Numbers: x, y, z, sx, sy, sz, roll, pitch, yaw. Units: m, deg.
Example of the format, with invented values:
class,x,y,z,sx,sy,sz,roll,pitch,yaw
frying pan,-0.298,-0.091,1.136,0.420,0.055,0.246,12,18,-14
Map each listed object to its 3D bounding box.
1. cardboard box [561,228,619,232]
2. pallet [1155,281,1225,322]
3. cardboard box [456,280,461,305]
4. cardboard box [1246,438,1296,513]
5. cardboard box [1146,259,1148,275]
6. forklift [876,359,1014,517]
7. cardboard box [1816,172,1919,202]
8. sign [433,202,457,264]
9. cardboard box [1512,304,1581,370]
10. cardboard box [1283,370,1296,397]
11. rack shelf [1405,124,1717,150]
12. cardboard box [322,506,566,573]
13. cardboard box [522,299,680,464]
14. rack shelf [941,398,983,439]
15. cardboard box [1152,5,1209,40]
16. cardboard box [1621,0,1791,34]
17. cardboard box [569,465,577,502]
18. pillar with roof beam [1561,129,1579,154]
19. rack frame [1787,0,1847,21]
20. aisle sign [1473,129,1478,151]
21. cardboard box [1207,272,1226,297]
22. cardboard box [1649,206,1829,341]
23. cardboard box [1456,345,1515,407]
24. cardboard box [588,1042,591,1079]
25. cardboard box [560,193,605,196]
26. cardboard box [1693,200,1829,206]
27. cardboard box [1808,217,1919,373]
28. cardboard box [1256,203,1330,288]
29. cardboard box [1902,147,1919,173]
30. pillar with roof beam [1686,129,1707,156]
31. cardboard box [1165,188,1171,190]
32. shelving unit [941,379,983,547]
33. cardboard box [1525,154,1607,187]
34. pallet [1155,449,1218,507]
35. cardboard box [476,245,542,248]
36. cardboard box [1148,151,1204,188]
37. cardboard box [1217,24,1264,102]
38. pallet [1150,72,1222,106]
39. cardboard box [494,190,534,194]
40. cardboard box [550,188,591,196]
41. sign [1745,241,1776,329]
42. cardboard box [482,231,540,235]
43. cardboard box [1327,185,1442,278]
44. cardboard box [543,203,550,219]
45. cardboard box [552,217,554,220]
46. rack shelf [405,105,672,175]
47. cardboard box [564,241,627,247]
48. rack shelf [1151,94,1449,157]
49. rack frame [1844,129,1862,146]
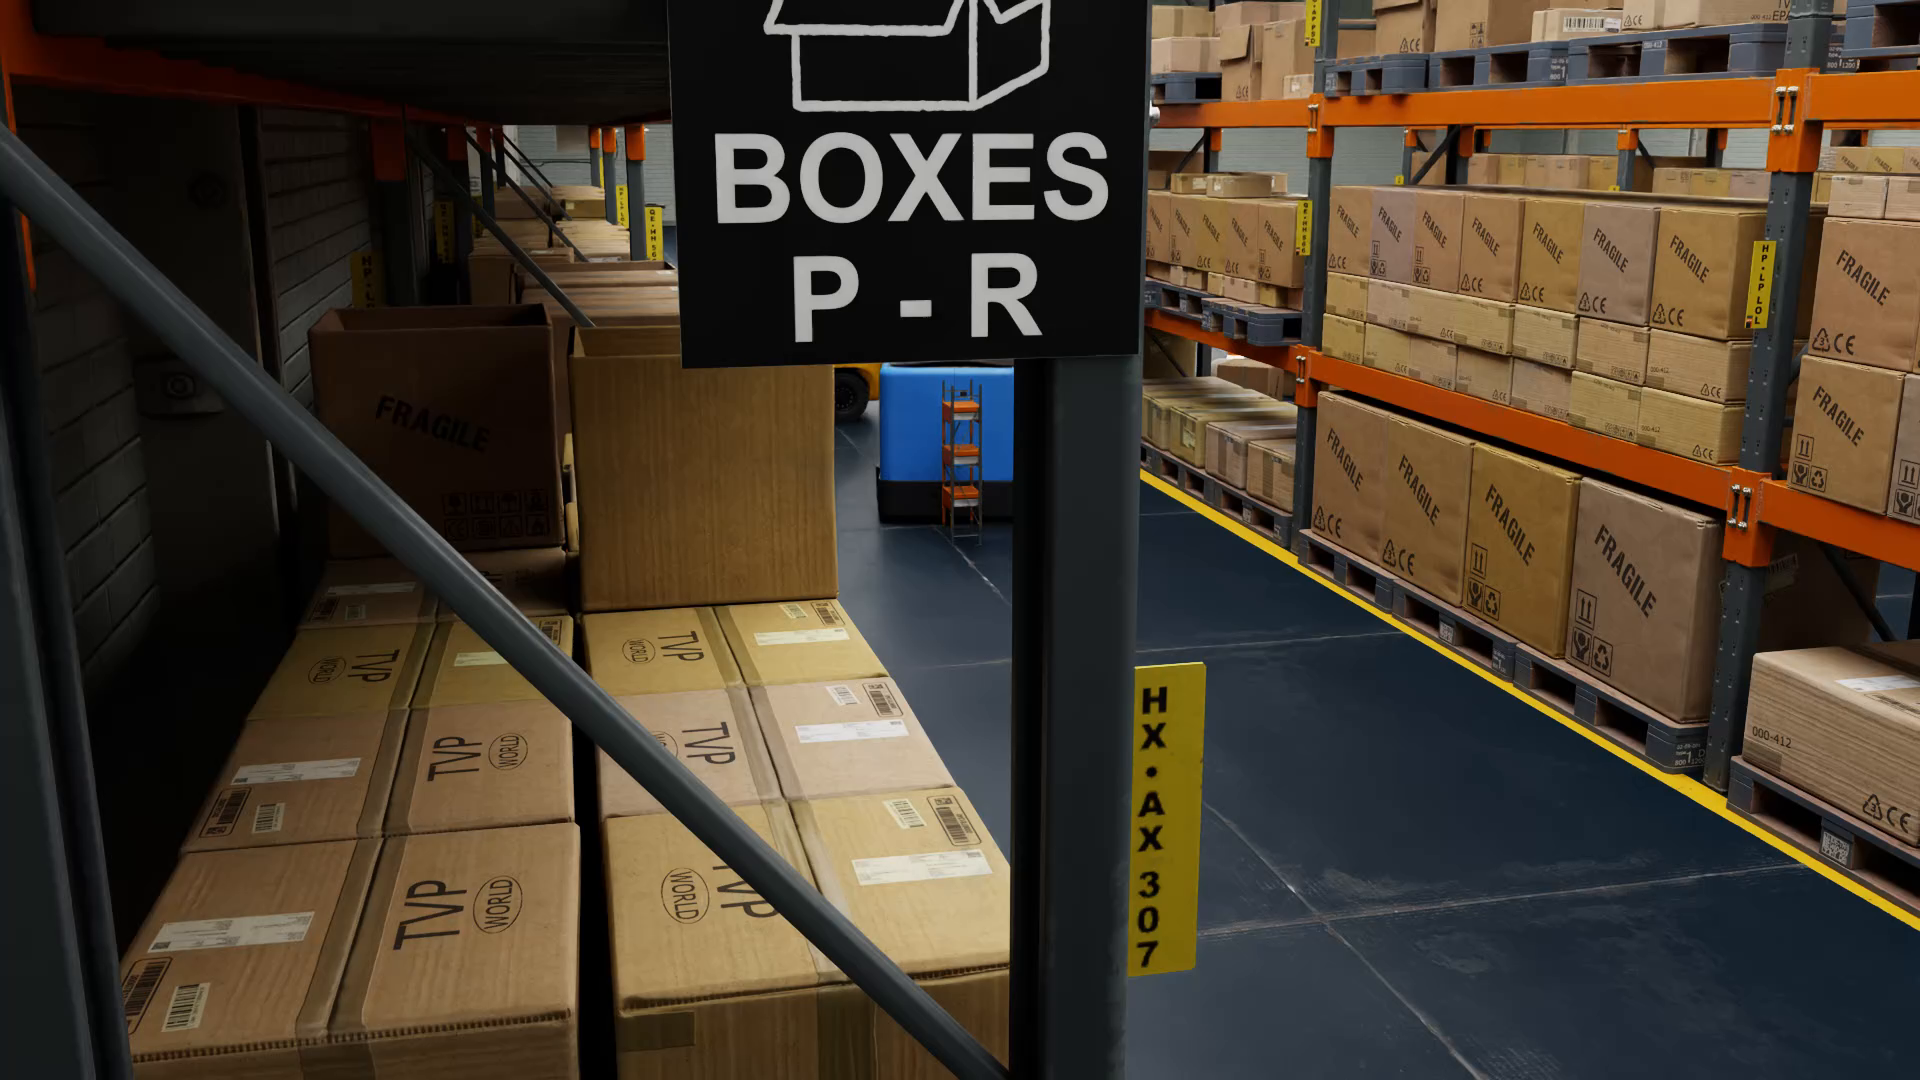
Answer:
class,x,y,z,sx,sy,sz,roll,pitch,yaw
cardboard box,-2.584,-2.100,11.626,0.380,0.149,0.250,-4,14,-15
pallet,2.103,-1.754,12.190,1.003,0.211,1.213,-3,14,-13
cardboard box,-2.592,-1.373,9.491,0.500,0.250,0.500,-3,14,-12
cardboard box,2.484,-0.451,11.106,0.950,0.372,0.625,-4,14,-17
cardboard box,1.541,-2.194,13.233,0.380,0.149,0.250,-3,14,-12
forklift,-0.012,-1.876,12.430,1.130,2.935,3.031,0,14,1
cardboard box,7.057,-2.565,12.789,0.700,0.500,0.500,-4,14,-14
sign,-2.756,-1.646,8.905,0.100,0.325,0.005,-3,14,-13
cardboard box,2.955,-0.962,7.808,0.500,0.250,0.500,-3,14,-12
cardboard box,3.602,-1.762,17.077,0.637,0.503,0.797,10,17,35
rack shelf,5.986,-4.184,16.928,1.077,0.370,4.000,-3,14,-13
cardboard box,-1.180,0.100,3.888,0.500,0.250,0.500,-3,14,-12
cardboard box,-1.174,-0.569,5.841,0.700,0.500,0.500,-3,14,-12
rack shelf,0.013,-0.763,10.687,0.215,0.259,0.240,-3,14,-13
cardboard box,1.542,-3.875,12.526,0.500,0.250,0.500,-4,14,-14
cardboard box,3.136,-2.280,6.920,0.500,0.311,0.500,-3,14,-13
cardboard box,-0.789,-0.046,4.482,0.500,0.250,0.500,-3,14,-13
pillar with roof beam,14.581,-14.101,49.683,9.100,9.000,0.548,-3,14,-13
rack frame,3.547,-3.384,5.819,1.000,3.000,0.127,-3,14,-13
aisle sign,5.791,-4.834,18.914,0.394,0.787,0.004,-3,14,-13
cardboard box,1.936,-1.772,11.504,0.380,0.149,0.250,-3,14,-12
cardboard box,3.198,-1.093,6.765,0.500,0.500,0.500,-3,14,-11
cardboard box,2.852,-0.841,8.363,0.500,0.250,0.500,-3,14,-13
cardboard box,-0.676,0.729,2.153,0.380,0.149,0.250,-3,14,-12
cardboard box,-3.208,-2.873,14.164,0.380,0.149,0.250,-4,14,-14
cardboard box,3.576,-1.238,7.355,0.500,0.500,0.500,-3,14,-14
cardboard box,3.423,-0.881,5.895,0.500,0.500,0.500,-3,14,-13
cardboard box,2.230,-1.879,10.577,0.500,0.500,0.500,-4,14,-15
cardboard box,10.578,-3.981,17.959,0.500,0.500,0.500,-3,14,-13
pillar with roof beam,15.990,-12.717,44.017,9.100,9.000,0.548,-3,14,-13
cardboard box,1.499,-2.589,13.480,0.500,0.500,0.500,-3,14,-12
shelving unit,0.013,-0.498,10.752,0.215,1.050,0.252,-3,14,-13
cardboard box,6.167,-3.552,16.554,0.875,0.550,0.550,-3,14,-13
pallet,2.142,-0.499,12.527,1.003,0.211,1.213,-3,14,-13
cardboard box,-2.661,-1.660,9.824,0.380,0.149,0.250,-3,14,-13
cardboard box,1.775,-3.108,14.384,0.700,0.500,0.500,-3,14,-14
cardboard box,2.221,-3.250,11.373,0.797,0.503,0.637,-3,14,-13
pallet,1.956,-3.294,12.165,1.213,0.211,1.003,-3,14,-13
cardboard box,-4.024,-3.074,14.985,0.380,0.149,0.250,-4,14,-15
cardboard box,-3.645,-3.223,15.593,0.380,0.149,0.250,-3,14,-13
sign,3.021,-0.962,6.270,0.100,0.325,0.005,-3,14,-13
cardboard box,-3.034,-2.012,11.263,0.380,0.149,0.250,-3,14,-14
cardboard box,2.485,-1.800,9.656,0.500,0.500,0.500,-4,14,-15
cardboard box,-4.095,-3.120,15.798,0.380,0.149,0.250,-4,14,-14
cardboard box,-3.725,-2.911,16.309,0.500,0.500,0.500,-4,14,-14
rack shelf,-1.747,-1.762,7.013,1.077,0.370,4.000,-3,14,-13
cardboard box,-2.228,-1.748,10.184,0.380,0.149,0.250,-3,14,-13
rack shelf,2.138,-2.962,11.926,1.077,0.370,4.000,-3,14,-13
rack frame,10.361,-3.791,20.123,1.000,3.000,0.127,-3,14,-13
